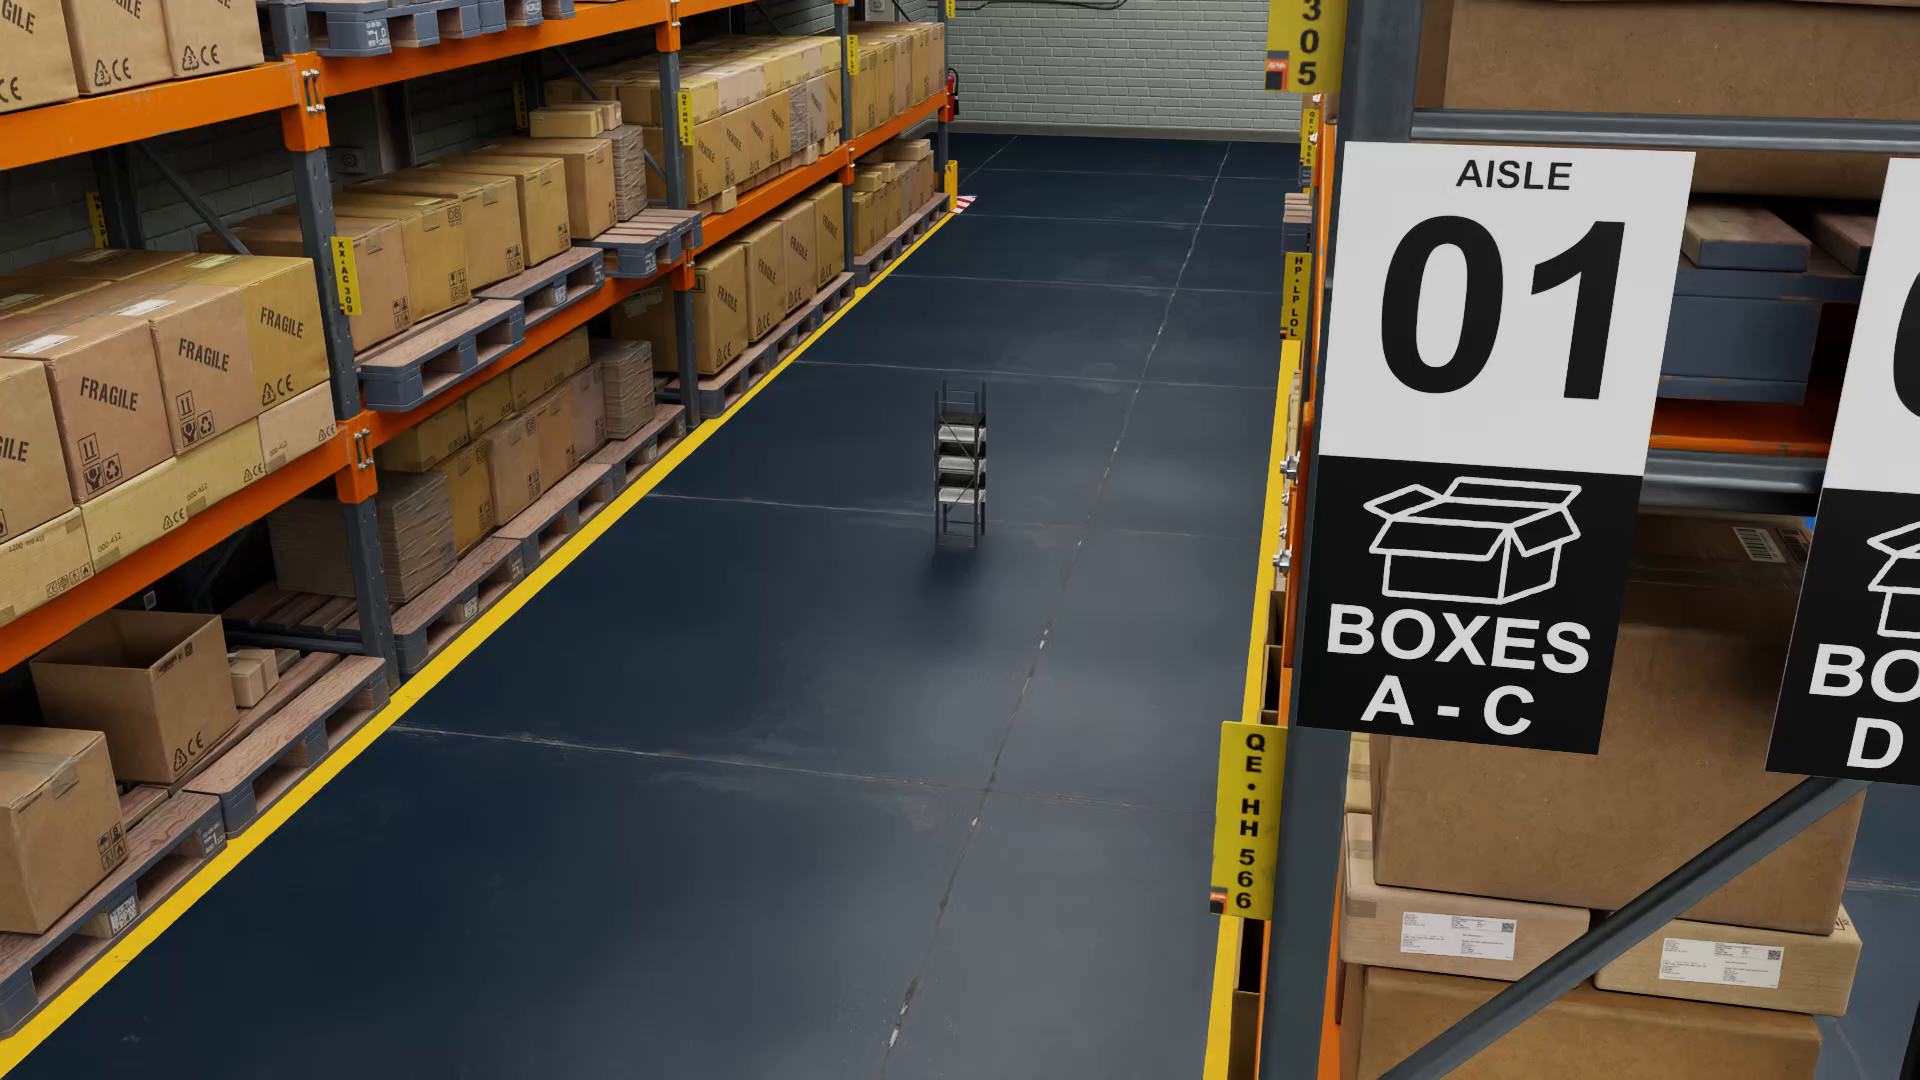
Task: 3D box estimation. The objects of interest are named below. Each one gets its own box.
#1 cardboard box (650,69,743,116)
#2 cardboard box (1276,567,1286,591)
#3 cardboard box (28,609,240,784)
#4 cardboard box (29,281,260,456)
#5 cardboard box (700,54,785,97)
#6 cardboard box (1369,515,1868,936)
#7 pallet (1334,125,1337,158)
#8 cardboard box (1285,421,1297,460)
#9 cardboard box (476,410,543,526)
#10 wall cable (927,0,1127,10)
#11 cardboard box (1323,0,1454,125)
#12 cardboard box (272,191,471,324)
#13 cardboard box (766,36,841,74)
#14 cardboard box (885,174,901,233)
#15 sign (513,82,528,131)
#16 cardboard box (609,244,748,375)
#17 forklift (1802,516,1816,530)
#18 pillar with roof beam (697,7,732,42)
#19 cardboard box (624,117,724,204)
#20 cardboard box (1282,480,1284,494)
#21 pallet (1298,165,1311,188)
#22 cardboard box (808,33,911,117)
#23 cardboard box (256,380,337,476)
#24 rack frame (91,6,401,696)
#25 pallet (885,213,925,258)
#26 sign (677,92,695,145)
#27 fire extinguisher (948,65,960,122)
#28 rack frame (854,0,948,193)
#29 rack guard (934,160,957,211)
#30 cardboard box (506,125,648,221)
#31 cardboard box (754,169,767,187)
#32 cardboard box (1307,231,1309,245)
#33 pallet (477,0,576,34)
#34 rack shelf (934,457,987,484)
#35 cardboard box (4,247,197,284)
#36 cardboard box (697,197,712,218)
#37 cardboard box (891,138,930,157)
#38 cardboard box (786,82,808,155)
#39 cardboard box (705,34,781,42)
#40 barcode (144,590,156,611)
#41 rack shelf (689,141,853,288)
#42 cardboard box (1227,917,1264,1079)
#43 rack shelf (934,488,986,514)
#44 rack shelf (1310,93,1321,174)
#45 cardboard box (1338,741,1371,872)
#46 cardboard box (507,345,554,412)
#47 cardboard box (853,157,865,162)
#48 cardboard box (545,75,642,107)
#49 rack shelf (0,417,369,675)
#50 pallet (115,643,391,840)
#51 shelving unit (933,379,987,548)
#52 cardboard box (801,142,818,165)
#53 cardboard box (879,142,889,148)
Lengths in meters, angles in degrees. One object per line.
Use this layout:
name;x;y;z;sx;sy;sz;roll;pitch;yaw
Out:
cardboard box;-1.810;-3.078;11.418;0.500;0.250;0.500;4;22;10
cardboard box;1.572;0.296;6.970;0.500;0.311;0.500;4;22;11
cardboard box;-3.253;0.608;6.587;0.500;0.500;0.500;3;22;7
cardboard box;-2.970;-0.638;6.094;0.500;0.500;0.500;4;22;11
cardboard box;-1.614;-3.448;12.337;0.500;0.250;0.500;4;22;10
cardboard box;1.072;0.271;2.794;0.700;0.500;0.500;5;22;11
pallet;1.370;-0.946;3.790;1.003;0.211;1.213;4;22;11
cardboard box;1.987;-0.448;8.819;0.500;0.311;0.500;4;22;9
cardboard box;-2.746;-0.422;9.143;0.700;0.500;0.500;5;22;12
wall cable;0.872;-8.503;22.577;3.097;2.526;0.112;4;22;11
cardboard box;0.931;-0.914;3.044;0.500;0.250;0.500;4;22;11
cardboard box;-2.822;-1.368;8.013;0.700;0.500;0.500;7;23;16
cardboard box;-1.293;-4.007;13.726;0.500;0.250;0.500;5;22;12
cardboard box;-0.982;-3.328;16.386;0.700;0.500;0.500;5;22;12
sign;-2.808;-2.771;10.670;0.100;0.325;0.005;4;22;11
cardboard box;-1.986;-1.650;11.750;0.750;0.750;0.750;4;22;10
forklift;5.565;-1.307;8.677;3.031;2.935;1.130;-4;22;-11
pillar with roof beam;2.063;-6.433;13.280;9.100;9.000;0.400;4;22;11
cardboard box;-1.914;-2.545;11.099;0.500;0.500;0.500;5;22;13
cardboard box;1.990;-0.193;8.935;0.500;0.250;0.500;4;22;10
pallet;3.132;-2.907;12.813;1.003;0.211;1.213;4;22;11
cardboard box;-1.028;-4.526;16.174;0.980;0.700;0.700;3;22;8
cardboard box;-2.880;-0.474;6.689;0.500;0.250;0.500;5;22;11
rack frame;-3.080;-0.730;7.152;1.000;3.000;0.127;4;22;11
pallet;-0.969;-3.082;16.724;1.003;0.211;1.213;4;22;11
sign;-1.731;-2.656;10.489;0.100;0.325;0.005;4;22;11
fire extinguisher;-0.149;-4.930;18.183;0.296;0.674;0.183;4;22;11
rack frame;-0.632;-5.119;18.049;1.000;3.000;0.127;4;22;11
rack guard;-0.627;-3.968;18.538;1.175;0.500;0.348;4;22;11
cardboard box;-2.350;-2.271;10.255;0.700;0.500;0.500;2;22;5
cardboard box;-1.668;-2.751;12.478;0.380;0.149;0.250;5;22;11
cardboard box;3.241;-2.554;14.438;0.500;0.500;0.500;4;22;11
pallet;-2.641;-2.632;8.109;1.213;0.211;1.003;4;22;11
rack shelf;0.002;-0.389;9.205;0.258;0.077;0.200;4;22;11
cardboard box;-3.381;-0.862;6.649;0.500;0.500;0.500;4;22;10
cardboard box;-1.910;-2.280;11.310;0.380;0.149;0.250;5;22;12
cardboard box;-0.524;-4.131;17.511;0.380;0.149;0.250;4;22;10
cardboard box;-1.501;-3.291;12.952;0.500;0.500;0.500;4;22;11
cardboard box;-1.797;-4.049;13.830;0.500;0.250;0.500;5;23;13
barcode;-3.425;0.256;7.032;0.001;0.075;0.075;4;22;11
rack shelf;-1.856;-2.591;12.735;1.077;0.370;4.000;4;22;11
cardboard box;0.962;1.256;4.335;0.500;0.500;0.500;4;22;11
rack shelf;0.002;-0.223;9.273;0.258;0.077;0.200;4;22;11
rack shelf;2.178;-2.143;7.608;1.077;0.370;4.000;4;22;11
cardboard box;0.897;0.511;3.066;0.380;0.149;0.250;5;22;12
cardboard box;-2.638;-0.926;9.391;0.500;0.250;0.500;4;22;11
cardboard box;-1.156;-3.696;16.432;0.380;0.149;0.250;4;22;10
cardboard box;-2.425;-2.920;11.027;0.500;0.250;0.500;5;22;12
rack shelf;-3.488;0.335;5.470;1.077;0.370;4.000;4;22;11
pallet;-3.183;0.811;7.056;1.003;0.211;1.213;4;22;11
shelving unit;0.002;-0.420;9.193;0.258;0.900;0.210;4;22;11
cardboard box;-1.361;-3.117;13.388;0.380;0.149;0.250;4;22;11
cardboard box;-0.949;-4.067;17.353;0.380;0.149;0.250;5;22;11
